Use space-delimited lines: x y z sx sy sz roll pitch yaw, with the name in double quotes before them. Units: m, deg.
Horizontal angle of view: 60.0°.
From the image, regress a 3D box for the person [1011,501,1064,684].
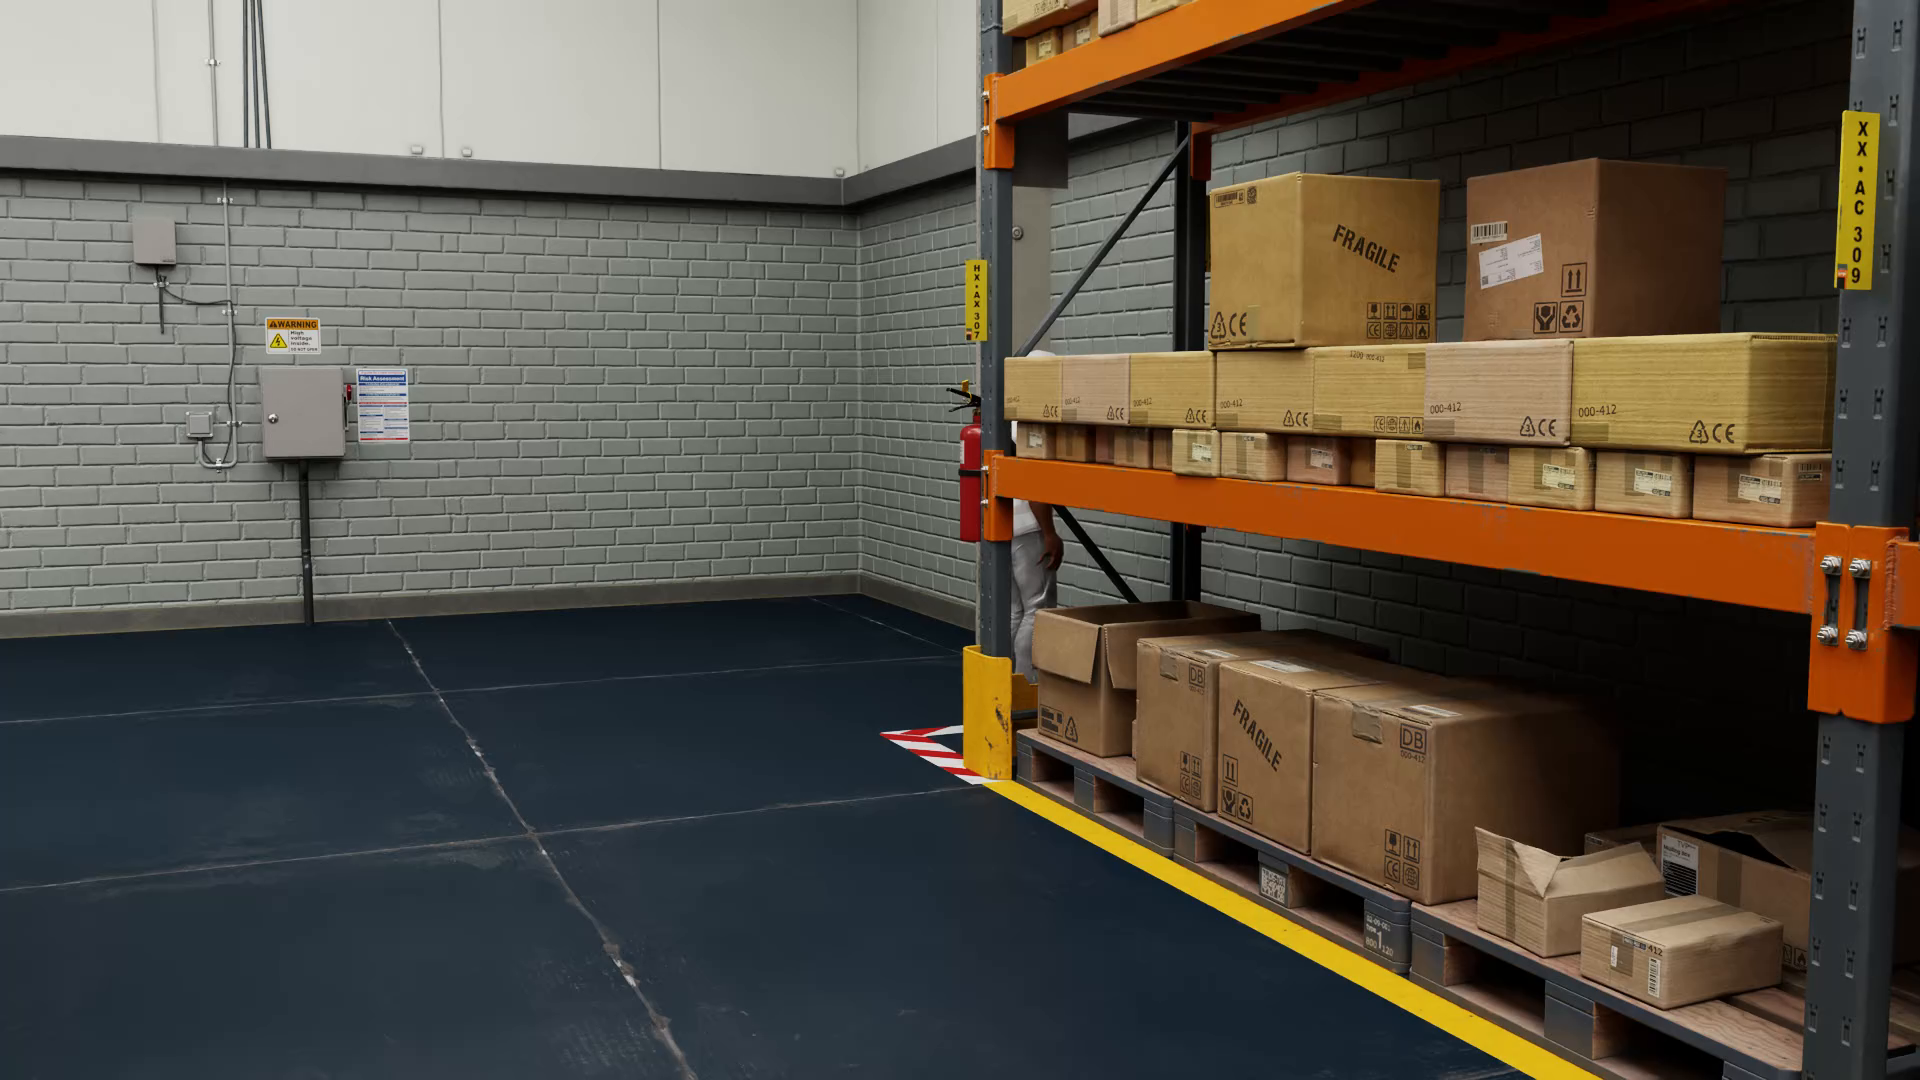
"person" 0.345 -0.053 8.106 0.356 1.662 0.628 -2 6 -16
